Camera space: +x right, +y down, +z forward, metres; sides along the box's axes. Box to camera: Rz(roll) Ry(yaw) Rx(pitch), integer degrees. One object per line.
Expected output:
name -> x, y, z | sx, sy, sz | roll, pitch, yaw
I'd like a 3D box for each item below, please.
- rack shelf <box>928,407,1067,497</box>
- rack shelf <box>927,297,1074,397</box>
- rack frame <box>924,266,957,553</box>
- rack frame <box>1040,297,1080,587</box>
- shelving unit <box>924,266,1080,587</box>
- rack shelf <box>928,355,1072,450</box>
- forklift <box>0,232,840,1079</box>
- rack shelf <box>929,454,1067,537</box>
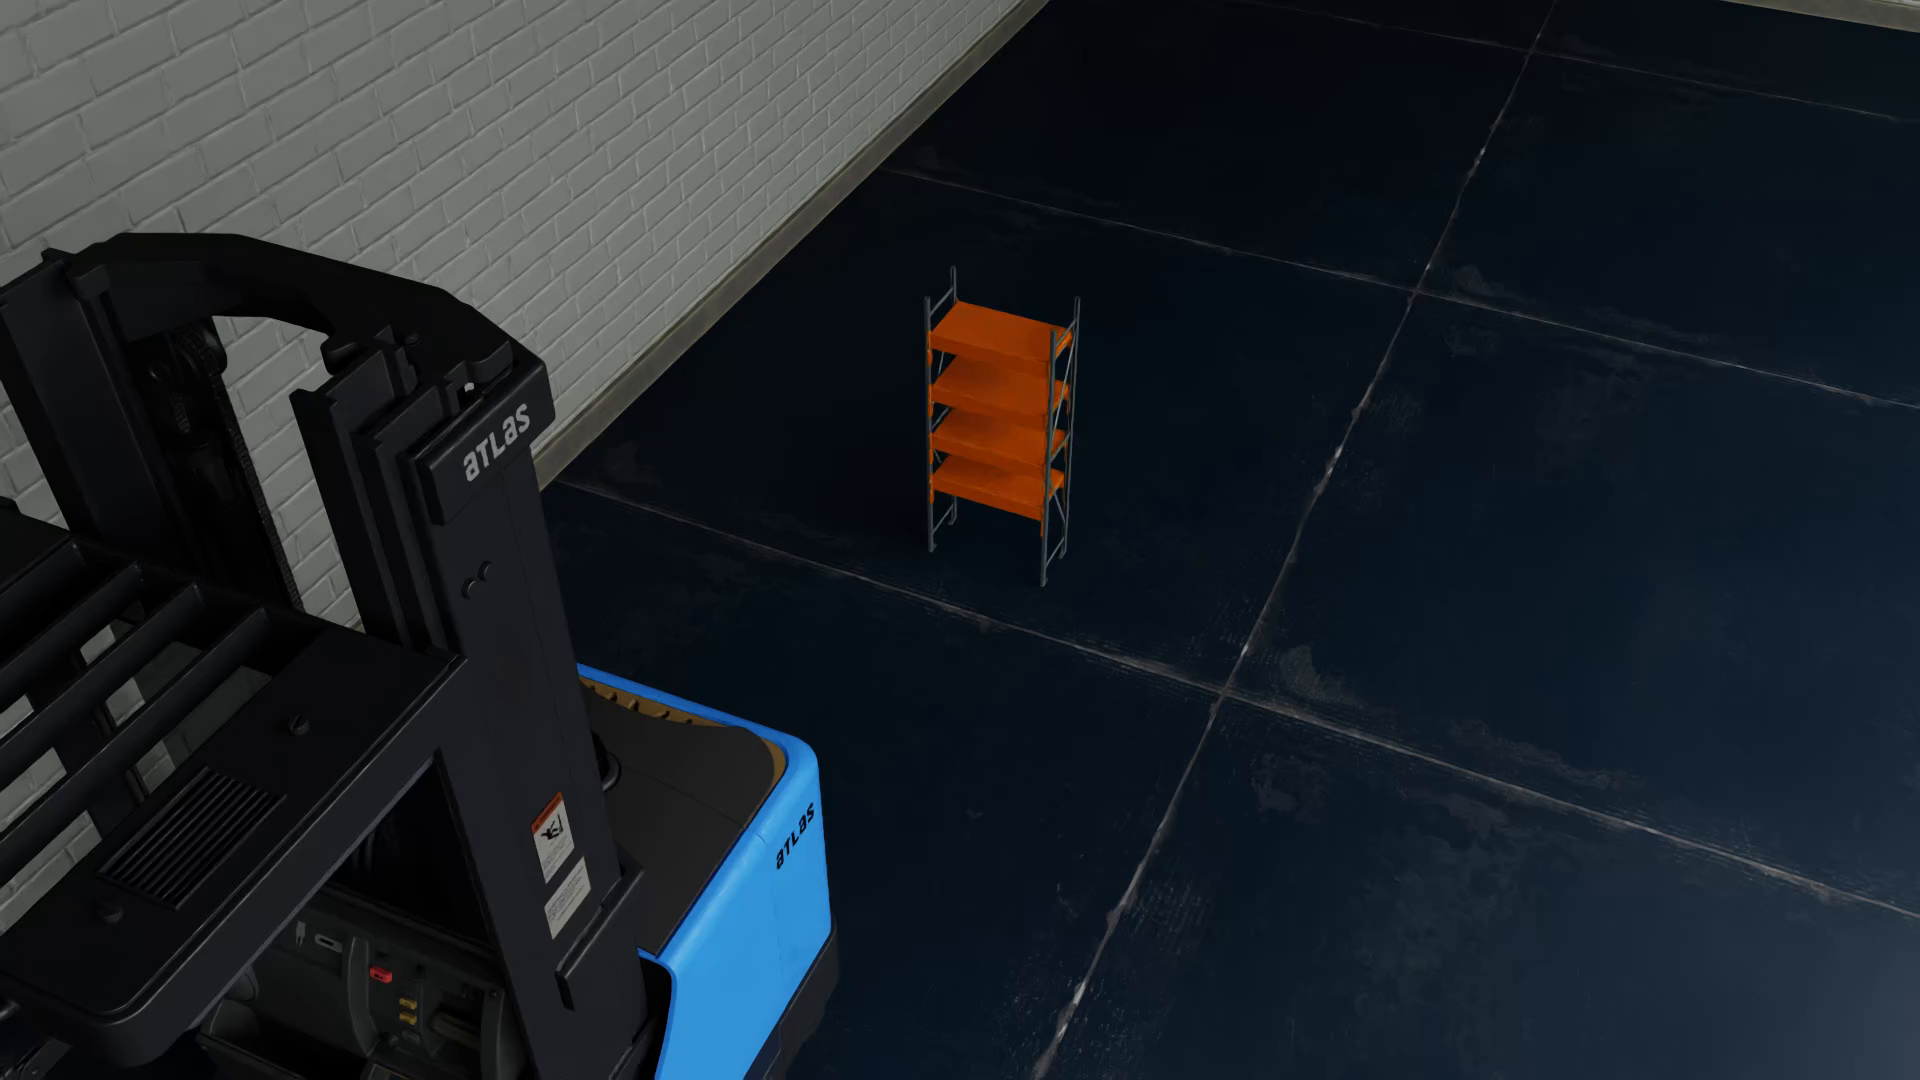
rack shelf -> 0.150, -0.357, 6.348 | 0.480, 0.148, 0.258 | 17, 44, 19
rack shelf -> 0.150, -0.704, 6.047 | 0.480, 0.148, 0.258 | 17, 44, 19
rack frame -> -0.071, -0.475, 6.382 | 0.015, 1.200, 0.240 | 17, 44, 19
rack frame -> 0.371, -0.340, 6.226 | 0.015, 1.200, 0.240 | 17, 44, 19
shelving unit -> 0.150, -0.408, 6.304 | 0.503, 1.200, 0.258 | 17, 44, 19
rack shelf -> 0.150, -0.526, 6.202 | 0.480, 0.148, 0.258 | 17, 44, 19
forklift -> -1.425, 1.009, 3.348 | 1.130, 2.935, 3.031 | 16, 43, 18
rack shelf -> 0.150, -0.207, 6.478 | 0.480, 0.148, 0.258 | 17, 44, 19
